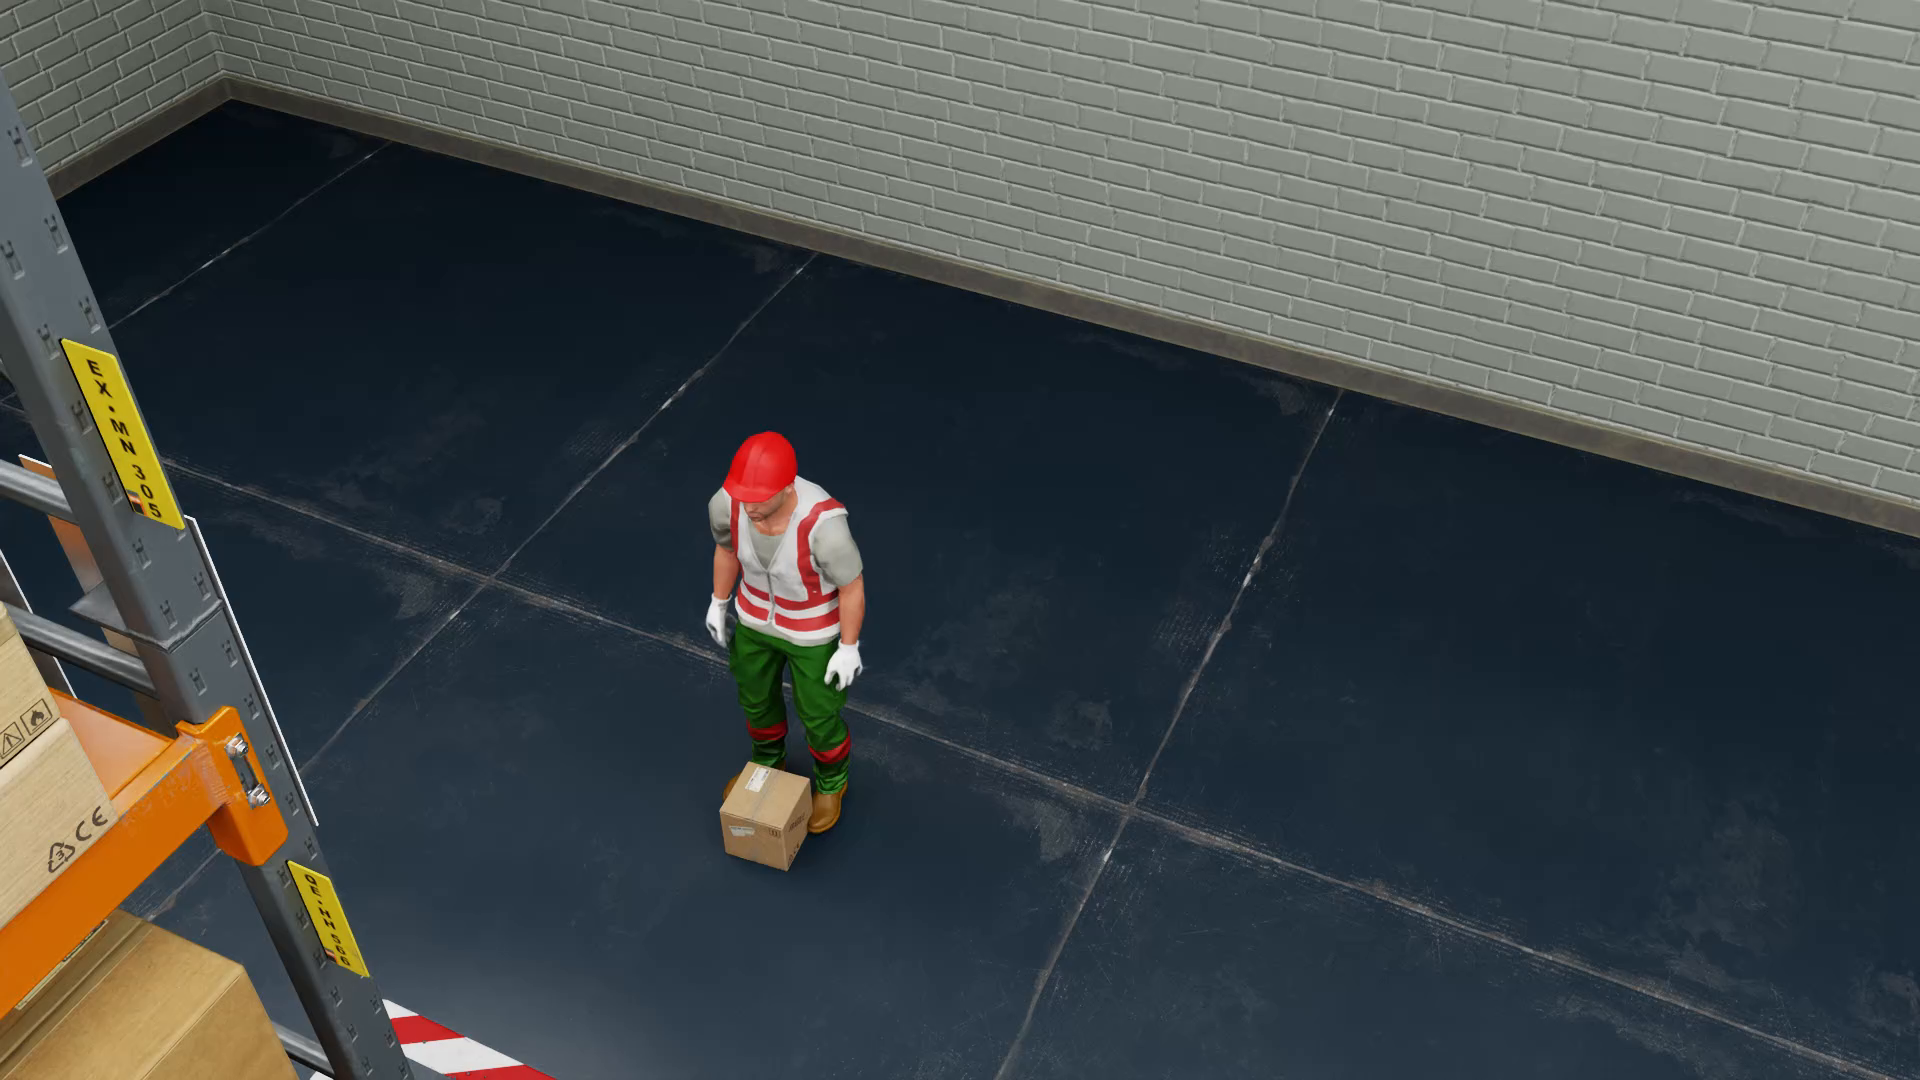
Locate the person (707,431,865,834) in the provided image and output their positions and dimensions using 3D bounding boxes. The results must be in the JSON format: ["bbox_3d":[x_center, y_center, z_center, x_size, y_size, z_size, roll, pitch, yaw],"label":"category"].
[{"bbox_3d":[-0.612,0.311,5.798,0.608,1.779,0.449,18,45,19],"label":"person"}]
